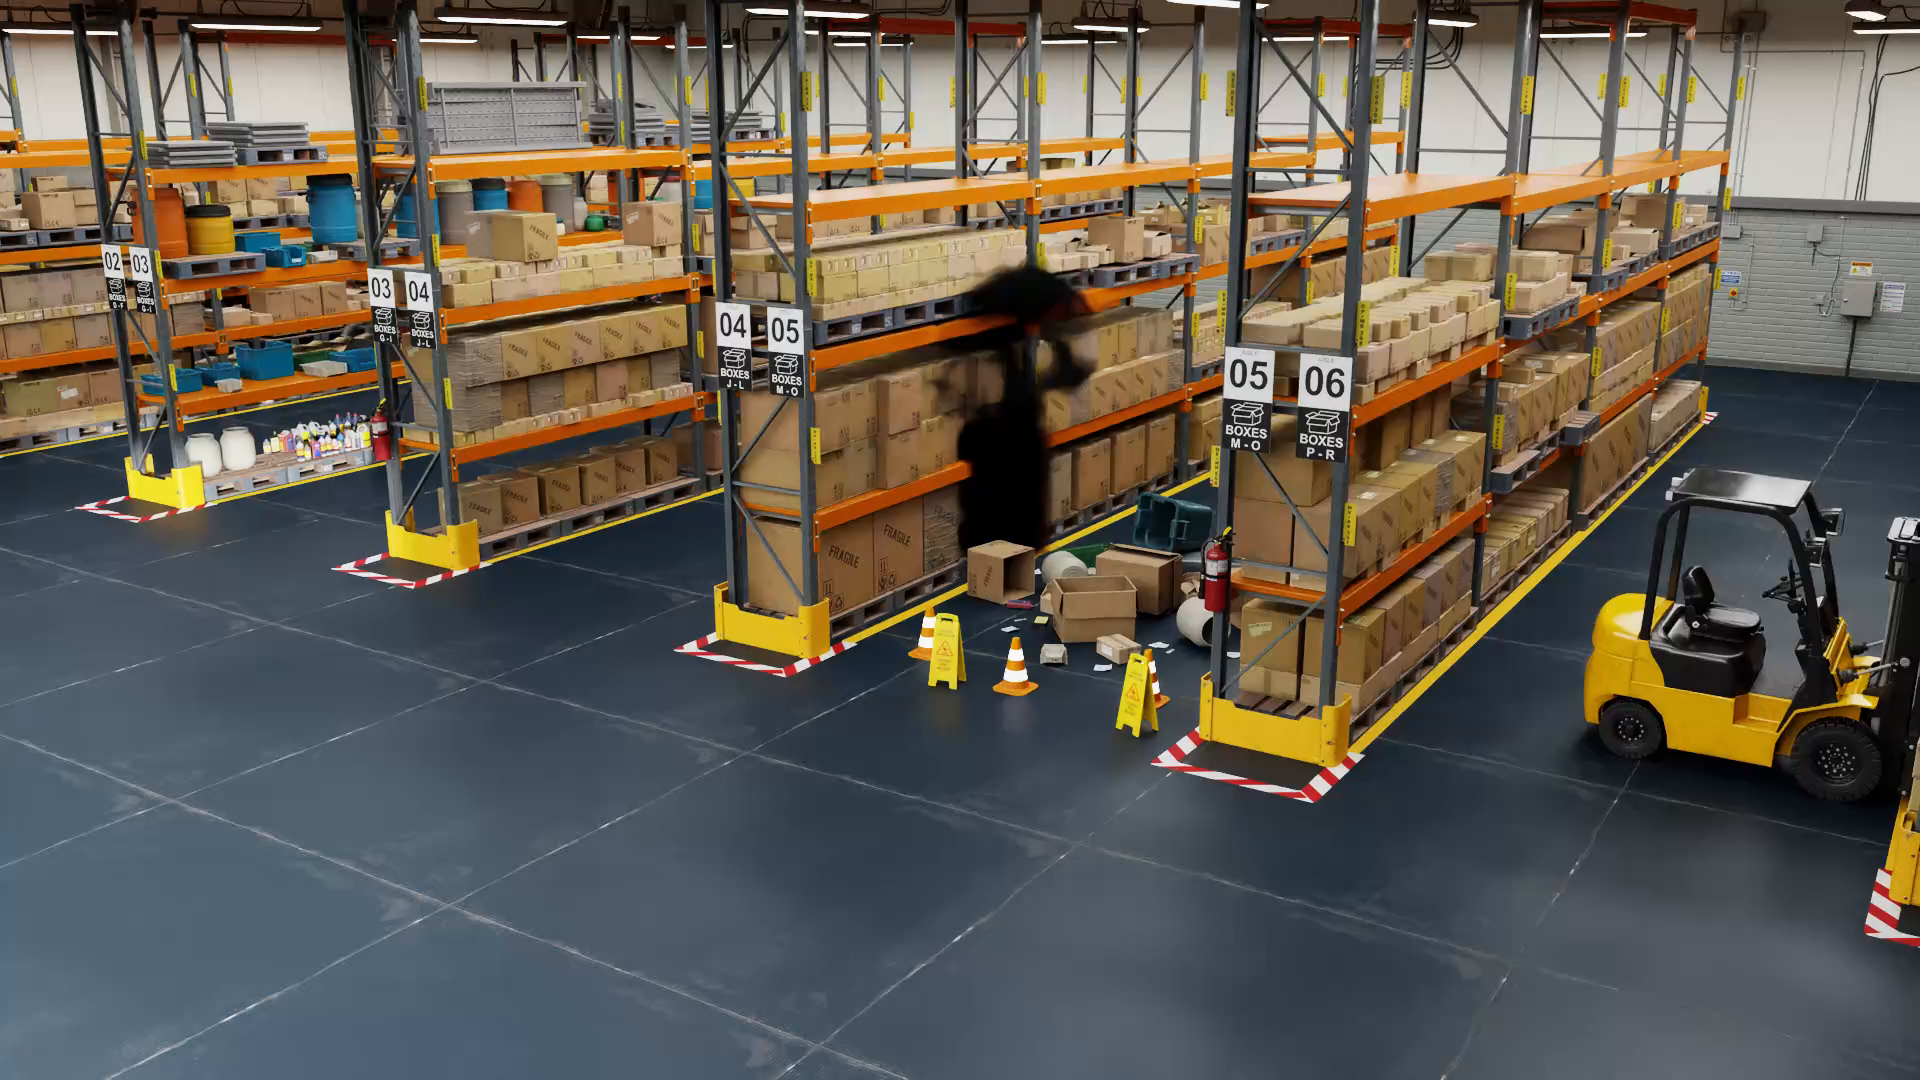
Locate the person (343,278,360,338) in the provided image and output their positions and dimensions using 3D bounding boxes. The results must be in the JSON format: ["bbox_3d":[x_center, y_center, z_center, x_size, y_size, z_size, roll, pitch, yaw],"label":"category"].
[{"bbox_3d":[-11.297,-4.074,30.891,0.510,1.556,0.636,12,20,38],"label":"person"}]

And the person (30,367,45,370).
[{"bbox_3d":[-14.337,-2.752,25.884,0.557,1.716,0.883,7,17,23],"label":"person"}]
